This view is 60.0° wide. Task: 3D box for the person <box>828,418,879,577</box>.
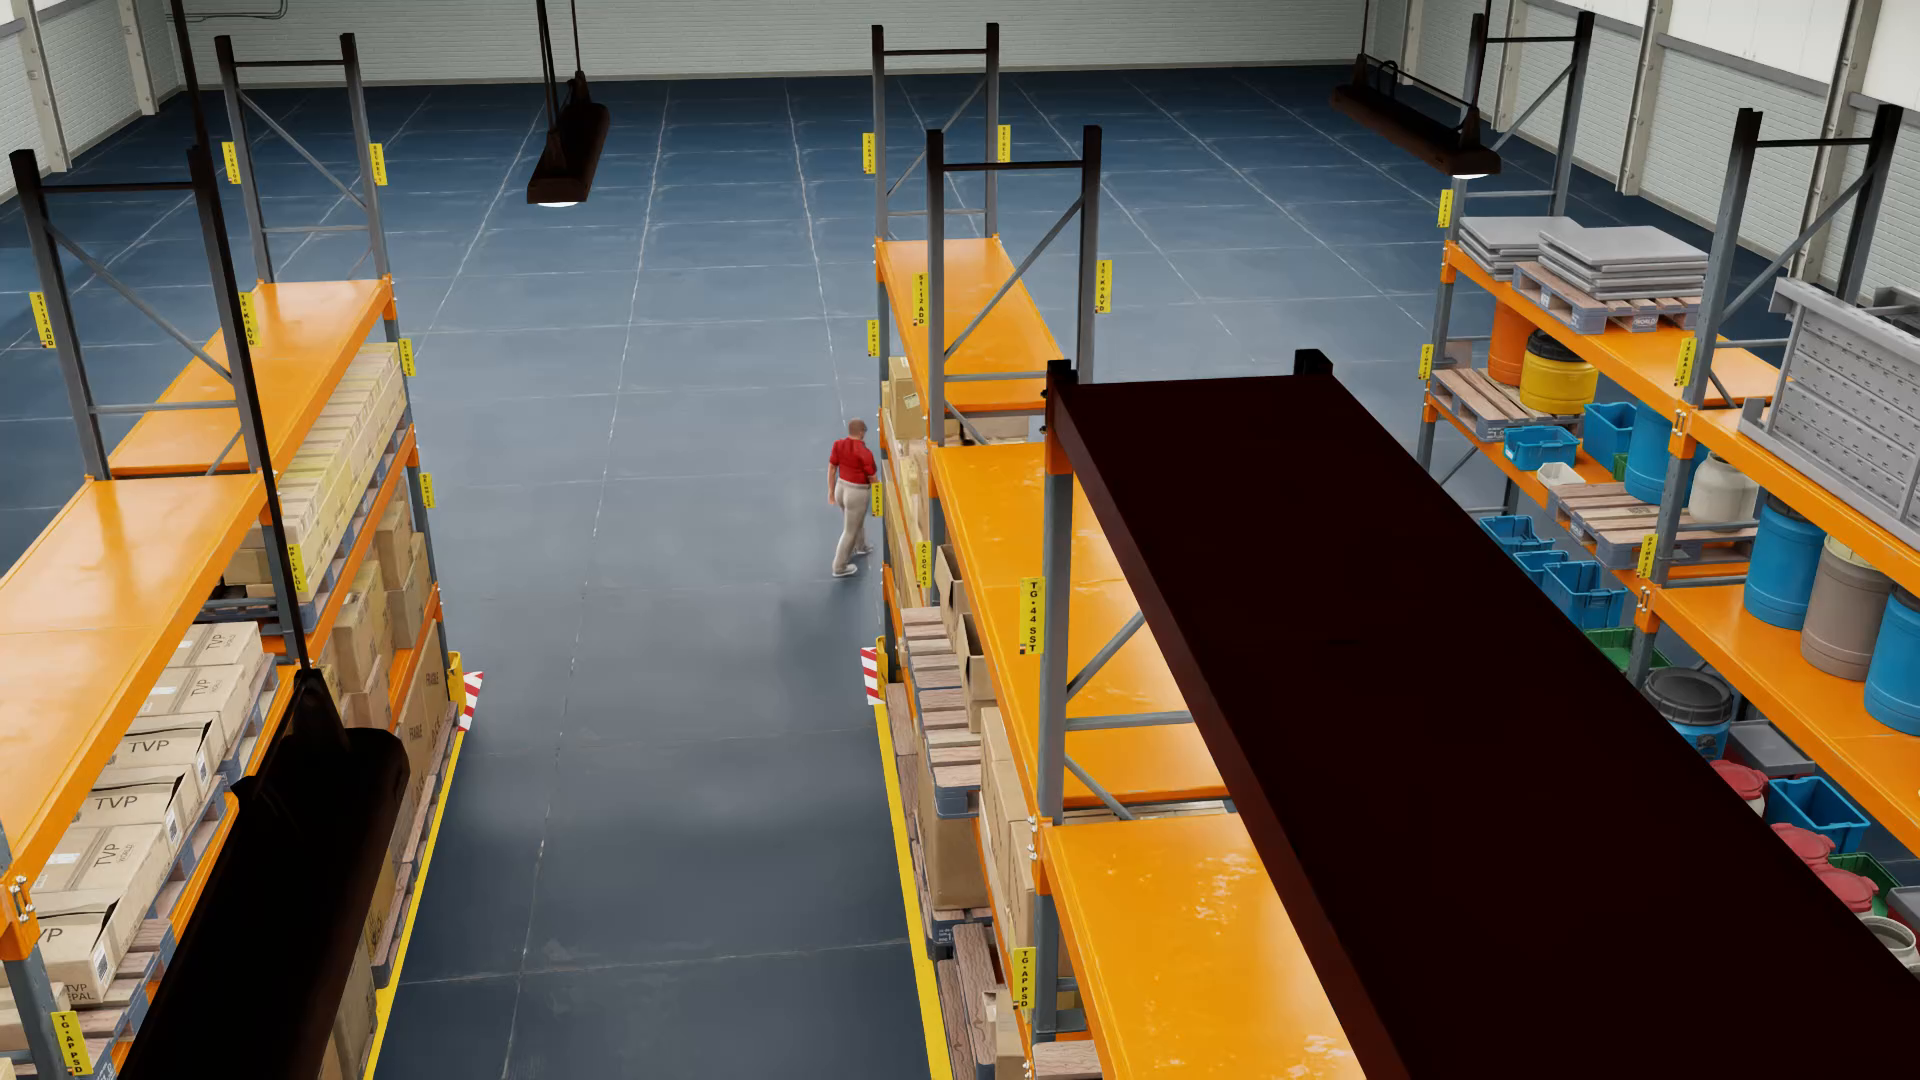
[{"bbox_3d":[-1.084,-0.491,17.547,0.580,1.707,0.863,23,34,39],"label":"person"}]
